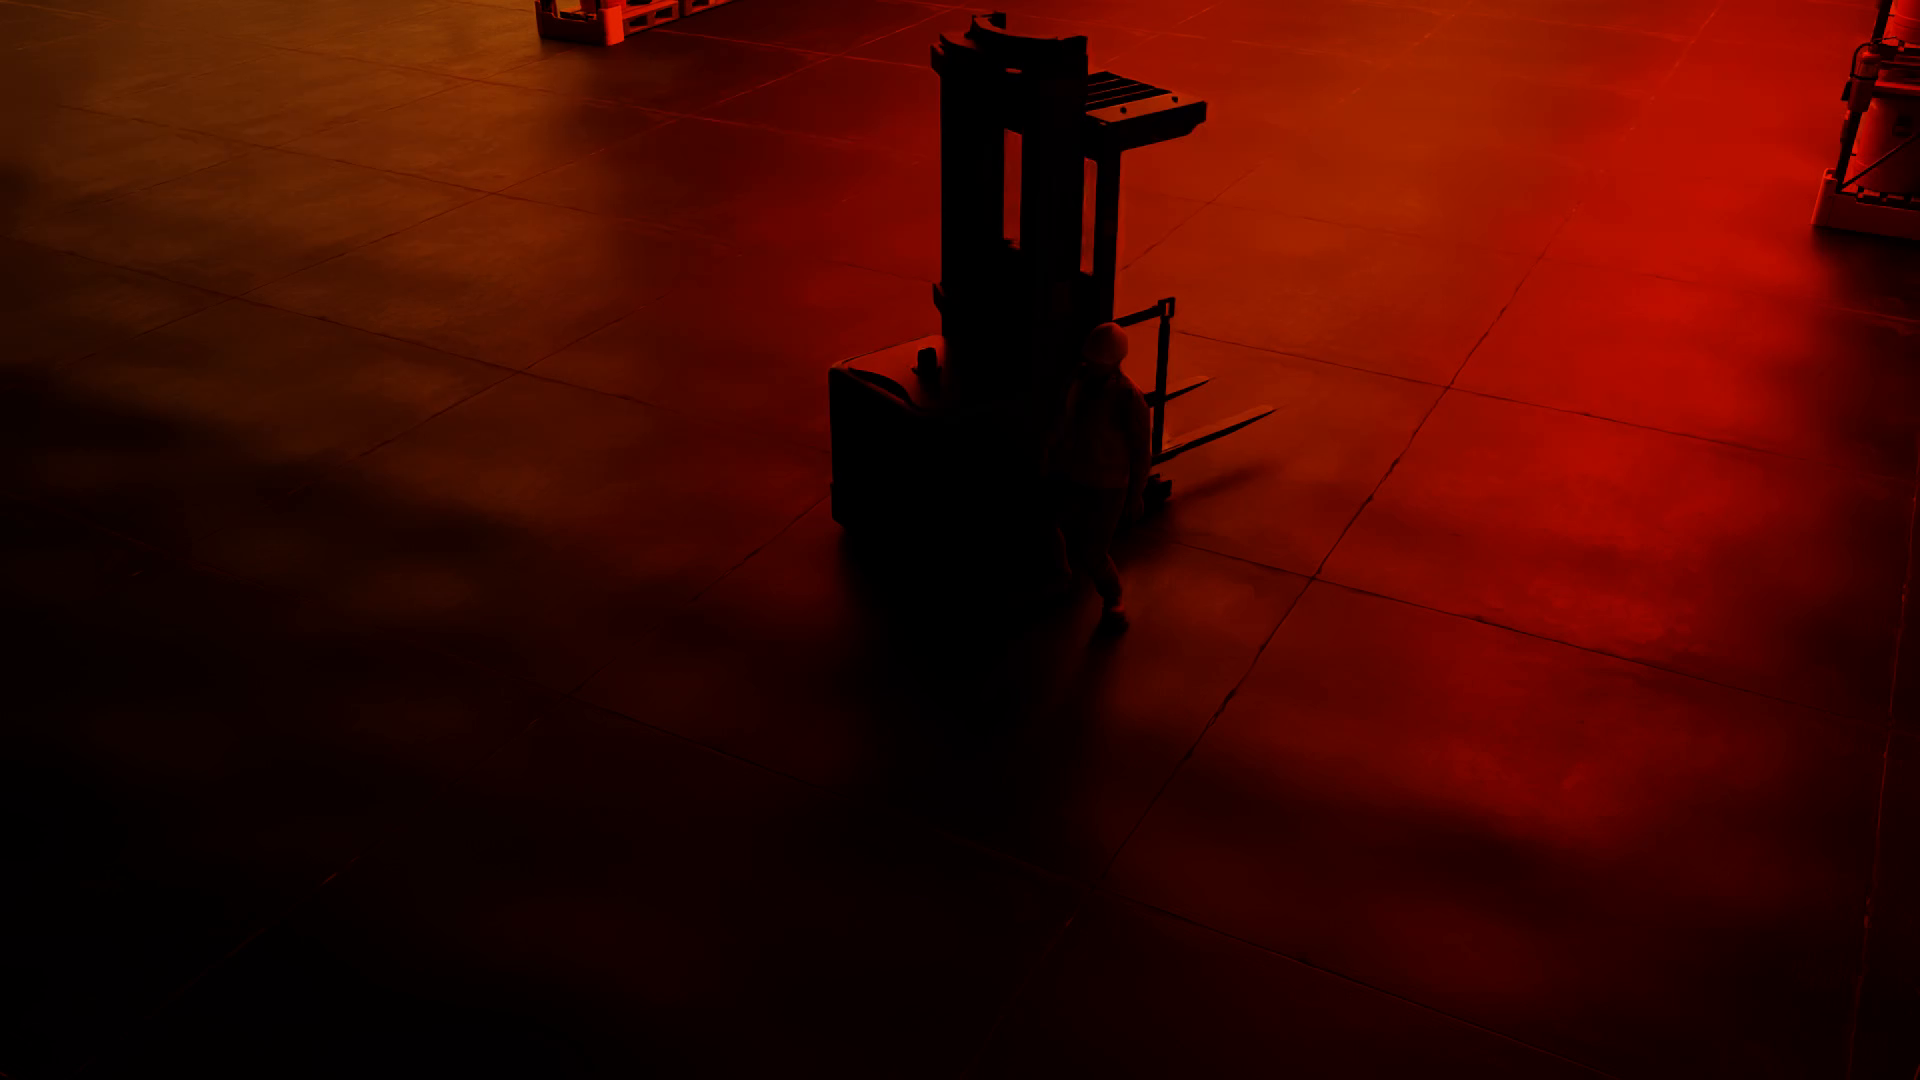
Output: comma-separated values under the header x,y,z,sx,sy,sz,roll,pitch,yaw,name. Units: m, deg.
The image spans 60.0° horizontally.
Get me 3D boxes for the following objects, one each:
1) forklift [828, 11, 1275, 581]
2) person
x,y,z,sx,sy,sz,roll,pitch,yaw,name
0.698,-1.620,9.878,3.031,2.935,1.130,-21,36,-32,forklift
0.673,-0.371,8.942,0.453,1.727,0.757,-22,36,-33,person
